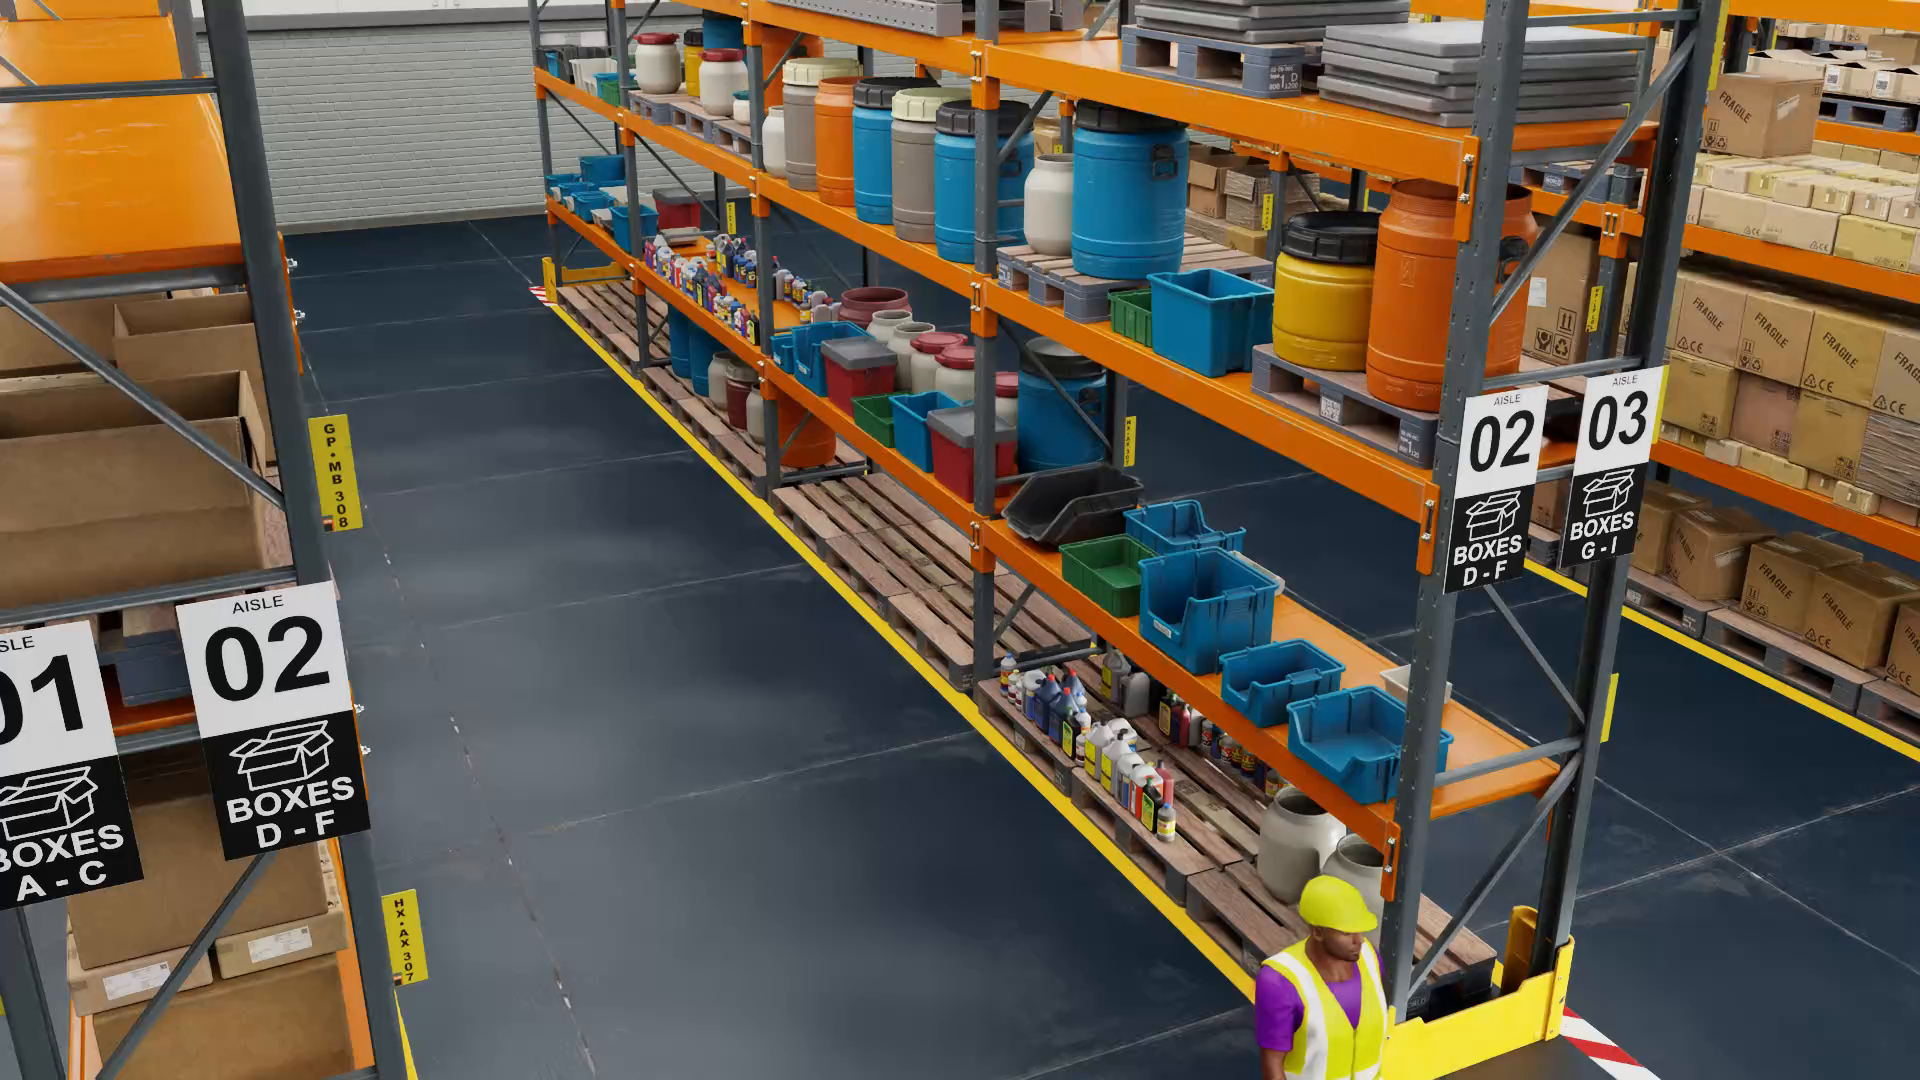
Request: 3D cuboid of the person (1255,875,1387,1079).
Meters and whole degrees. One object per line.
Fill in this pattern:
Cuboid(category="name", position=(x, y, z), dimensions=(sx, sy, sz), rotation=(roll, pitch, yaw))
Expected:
Cuboid(category="person", position=(1.324, 2.012, 6.005), dimensions=(0.585, 1.736, 0.796), rotation=(-10, 24, -23))
